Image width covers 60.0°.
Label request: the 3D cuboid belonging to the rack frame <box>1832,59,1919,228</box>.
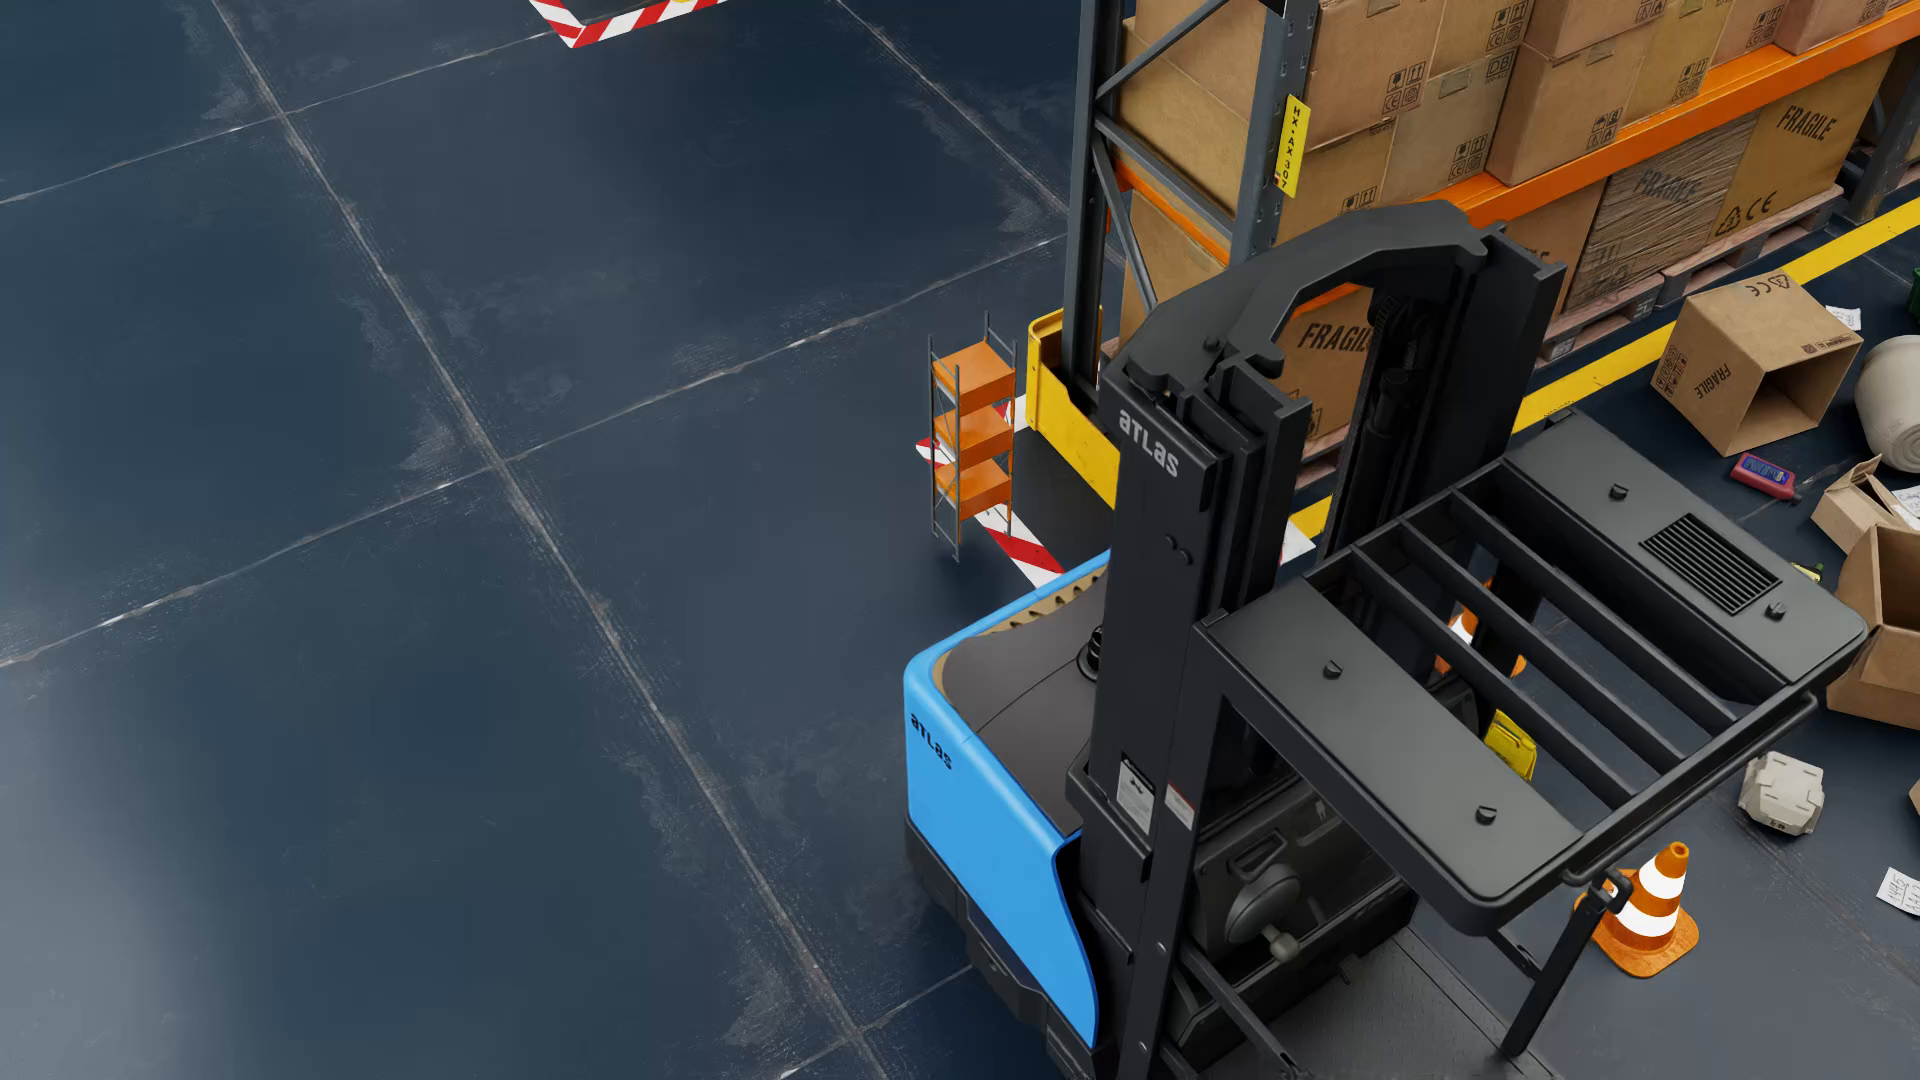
[{"bbox_3d":[4.116,-2.845,7.221,0.127,3.000,1.000,-25,53,-21],"label":"rack frame"}]

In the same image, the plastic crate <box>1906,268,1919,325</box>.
[{"bbox_3d":[4.668,-1.033,7.451,0.662,0.188,0.450,-2,38,-1],"label":"plastic crate"}]

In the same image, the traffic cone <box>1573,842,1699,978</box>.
[{"bbox_3d":[2.255,1.127,5.382,0.334,0.463,0.336,-25,53,-21],"label":"traffic cone"}]

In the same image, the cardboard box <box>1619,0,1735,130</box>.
[{"bbox_3d":[2.443,-2.092,6.449,0.500,0.550,0.875,-25,53,-21],"label":"cardboard box"}]

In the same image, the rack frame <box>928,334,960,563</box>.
[{"bbox_3d":[-0.058,-0.322,6.279,0.008,1.050,0.200,-25,53,-21],"label":"rack frame"}]

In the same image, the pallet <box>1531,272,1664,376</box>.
[{"bbox_3d":[2.398,-1.175,7.601,1.213,0.211,1.003,-25,53,-21],"label":"pallet"}]

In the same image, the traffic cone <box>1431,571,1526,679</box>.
[{"bbox_3d":[1.940,0.278,6.138,0.334,0.463,0.336,-25,53,-21],"label":"traffic cone"}]

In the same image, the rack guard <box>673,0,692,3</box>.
[{"bbox_3d":[-1.764,-3.623,9.587,0.348,0.500,1.175,-25,53,-21],"label":"rack guard"}]

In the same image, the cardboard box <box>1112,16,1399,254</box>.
[{"bbox_3d":[1.022,-1.478,5.902,0.550,0.550,0.875,-25,53,-21],"label":"cardboard box"}]

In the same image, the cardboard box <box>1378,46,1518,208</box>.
[{"bbox_3d":[1.476,-1.711,6.110,0.550,0.550,0.875,-25,53,-21],"label":"cardboard box"}]

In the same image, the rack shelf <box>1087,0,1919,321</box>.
[{"bbox_3d":[2.424,-1.809,6.780,4.000,0.370,1.077,-25,53,-21],"label":"rack shelf"}]

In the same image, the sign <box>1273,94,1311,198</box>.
[{"bbox_3d":[1.024,-1.213,5.134,0.005,0.325,0.100,-25,53,-21],"label":"sign"}]

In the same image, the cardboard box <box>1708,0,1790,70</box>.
[{"bbox_3d":[2.837,-2.366,6.694,0.550,0.550,0.875,-25,53,-21],"label":"cardboard box"}]

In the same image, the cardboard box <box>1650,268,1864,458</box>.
[{"bbox_3d":[3.350,-0.748,7.025,0.500,0.500,0.500,-17,51,-15],"label":"cardboard box"}]

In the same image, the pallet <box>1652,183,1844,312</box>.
[{"bbox_3d":[3.431,-1.664,8.036,1.213,0.211,1.003,-25,53,-21],"label":"pallet"}]

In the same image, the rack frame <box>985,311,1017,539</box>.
[{"bbox_3d":[0.148,-0.419,6.365,0.008,1.050,0.200,-25,53,-21],"label":"rack frame"}]

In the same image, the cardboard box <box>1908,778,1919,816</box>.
[{"bbox_3d":[3.489,0.985,5.718,0.250,0.149,0.380,-2,48,-1],"label":"cardboard box"}]

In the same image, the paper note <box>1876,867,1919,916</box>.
[{"bbox_3d":[3.197,1.188,5.617,0.148,0.019,0.142,30,55,24],"label":"paper note"}]

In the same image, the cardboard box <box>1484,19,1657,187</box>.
[{"bbox_3d":[2.016,-1.855,6.238,0.550,0.550,0.875,-25,53,-21],"label":"cardboard box"}]

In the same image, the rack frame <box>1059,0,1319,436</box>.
[{"bbox_3d":[0.733,-1.251,5.801,0.127,3.000,1.000,-25,53,-21],"label":"rack frame"}]

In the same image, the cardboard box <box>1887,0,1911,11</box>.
[{"bbox_3d":[3.810,-2.741,7.027,0.550,0.550,0.875,-25,53,-21],"label":"cardboard box"}]

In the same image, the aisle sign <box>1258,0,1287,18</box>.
[{"bbox_3d":[0.833,-1.898,4.636,0.004,0.787,0.394,-25,53,-21],"label":"aisle sign"}]

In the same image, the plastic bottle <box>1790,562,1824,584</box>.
[{"bbox_3d":[3.277,0.171,6.502,0.133,0.061,0.283,30,55,24],"label":"plastic bottle"}]

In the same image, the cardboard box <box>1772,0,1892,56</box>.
[{"bbox_3d":[3.357,-2.507,6.819,0.550,0.550,0.875,-25,53,-21],"label":"cardboard box"}]

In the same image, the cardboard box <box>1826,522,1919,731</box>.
[{"bbox_3d":[3.594,0.366,6.032,0.797,0.503,0.637,13,50,12],"label":"cardboard box"}]

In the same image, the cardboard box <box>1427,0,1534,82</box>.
[{"bbox_3d":[1.483,-2.061,5.699,0.550,0.550,0.875,-25,53,-21],"label":"cardboard box"}]

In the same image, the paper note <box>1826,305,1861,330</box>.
[{"bbox_3d":[4.030,-1.018,7.581,0.147,0.020,0.142,13,50,12],"label":"paper note"}]

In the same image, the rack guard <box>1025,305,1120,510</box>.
[{"bbox_3d":[0.712,-0.411,6.726,0.348,0.500,1.175,-25,53,-21],"label":"rack guard"}]

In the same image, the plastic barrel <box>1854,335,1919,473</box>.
[{"bbox_3d":[3.975,-0.568,6.917,0.421,0.421,0.512,6,49,5],"label":"plastic barrel"}]

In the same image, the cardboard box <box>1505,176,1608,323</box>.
[{"bbox_3d":[2.014,-1.348,7.029,0.875,0.875,0.875,-26,53,-21],"label":"cardboard box"}]

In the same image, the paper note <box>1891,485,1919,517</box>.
[{"bbox_3d":[3.944,-0.158,6.821,0.155,0.023,0.172,-9,49,-8],"label":"paper note"}]

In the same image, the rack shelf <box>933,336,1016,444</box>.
[{"bbox_3d":[0.045,-0.552,6.118,0.240,0.259,0.215,-25,53,-21],"label":"rack shelf"}]

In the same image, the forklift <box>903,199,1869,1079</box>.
[{"bbox_3d":[1.069,0.803,4.018,1.130,2.935,3.031,-28,54,-22],"label":"forklift"}]

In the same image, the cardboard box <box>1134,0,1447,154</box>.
[{"bbox_3d":[1.067,-1.784,5.452,0.550,0.550,0.875,-25,53,-21],"label":"cardboard box"}]

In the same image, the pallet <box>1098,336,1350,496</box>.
[{"bbox_3d":[1.367,-0.692,7.170,1.213,0.211,1.003,-25,53,-21],"label":"pallet"}]

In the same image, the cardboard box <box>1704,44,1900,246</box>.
[{"bbox_3d":[3.546,-2.072,7.673,0.875,0.875,0.875,-24,53,-20],"label":"cardboard box"}]

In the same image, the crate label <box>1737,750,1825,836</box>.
[{"bbox_3d":[2.887,0.883,5.818,0.250,0.136,0.298,21,52,18],"label":"crate label"}]

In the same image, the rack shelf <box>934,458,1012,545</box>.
[{"bbox_3d":[0.045,-0.179,6.538,0.240,0.259,0.215,-25,53,-21],"label":"rack shelf"}]

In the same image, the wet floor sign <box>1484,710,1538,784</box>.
[{"bbox_3d":[1.765,0.794,5.556,0.232,0.644,0.267,-34,57,-27],"label":"wet floor sign"}]

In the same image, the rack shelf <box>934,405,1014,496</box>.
[{"bbox_3d":[0.045,-0.363,6.330,0.240,0.259,0.215,-25,53,-21],"label":"rack shelf"}]

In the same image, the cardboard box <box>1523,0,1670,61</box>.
[{"bbox_3d":[2.029,-2.199,5.821,0.550,0.550,0.875,-25,53,-21],"label":"cardboard box"}]

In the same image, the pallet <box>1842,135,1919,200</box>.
[{"bbox_3d":[4.728,-2.273,8.578,1.213,0.211,1.003,-25,53,-21],"label":"pallet"}]

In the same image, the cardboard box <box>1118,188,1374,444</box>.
[{"bbox_3d":[1.271,-0.996,6.716,0.875,0.875,0.875,-25,53,-21],"label":"cardboard box"}]

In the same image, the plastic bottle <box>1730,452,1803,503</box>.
[{"bbox_3d":[3.352,-0.252,6.879,0.283,0.061,0.133,30,55,24],"label":"plastic bottle"}]

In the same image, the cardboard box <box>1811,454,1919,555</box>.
[{"bbox_3d":[3.645,-0.088,6.596,0.258,0.266,0.396,-17,51,-15],"label":"cardboard box"}]

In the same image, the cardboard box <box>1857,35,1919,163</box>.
[{"bbox_3d":[4.593,-2.541,8.175,0.750,0.750,1.050,-25,53,-21],"label":"cardboard box"}]

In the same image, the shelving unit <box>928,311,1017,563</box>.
[{"bbox_3d":[0.045,-0.370,6.322,0.252,1.050,0.215,-25,53,-21],"label":"shelving unit"}]

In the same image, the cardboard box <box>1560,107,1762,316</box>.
[{"bbox_3d":[2.786,-1.710,7.351,0.875,0.875,0.875,-25,53,-21],"label":"cardboard box"}]
